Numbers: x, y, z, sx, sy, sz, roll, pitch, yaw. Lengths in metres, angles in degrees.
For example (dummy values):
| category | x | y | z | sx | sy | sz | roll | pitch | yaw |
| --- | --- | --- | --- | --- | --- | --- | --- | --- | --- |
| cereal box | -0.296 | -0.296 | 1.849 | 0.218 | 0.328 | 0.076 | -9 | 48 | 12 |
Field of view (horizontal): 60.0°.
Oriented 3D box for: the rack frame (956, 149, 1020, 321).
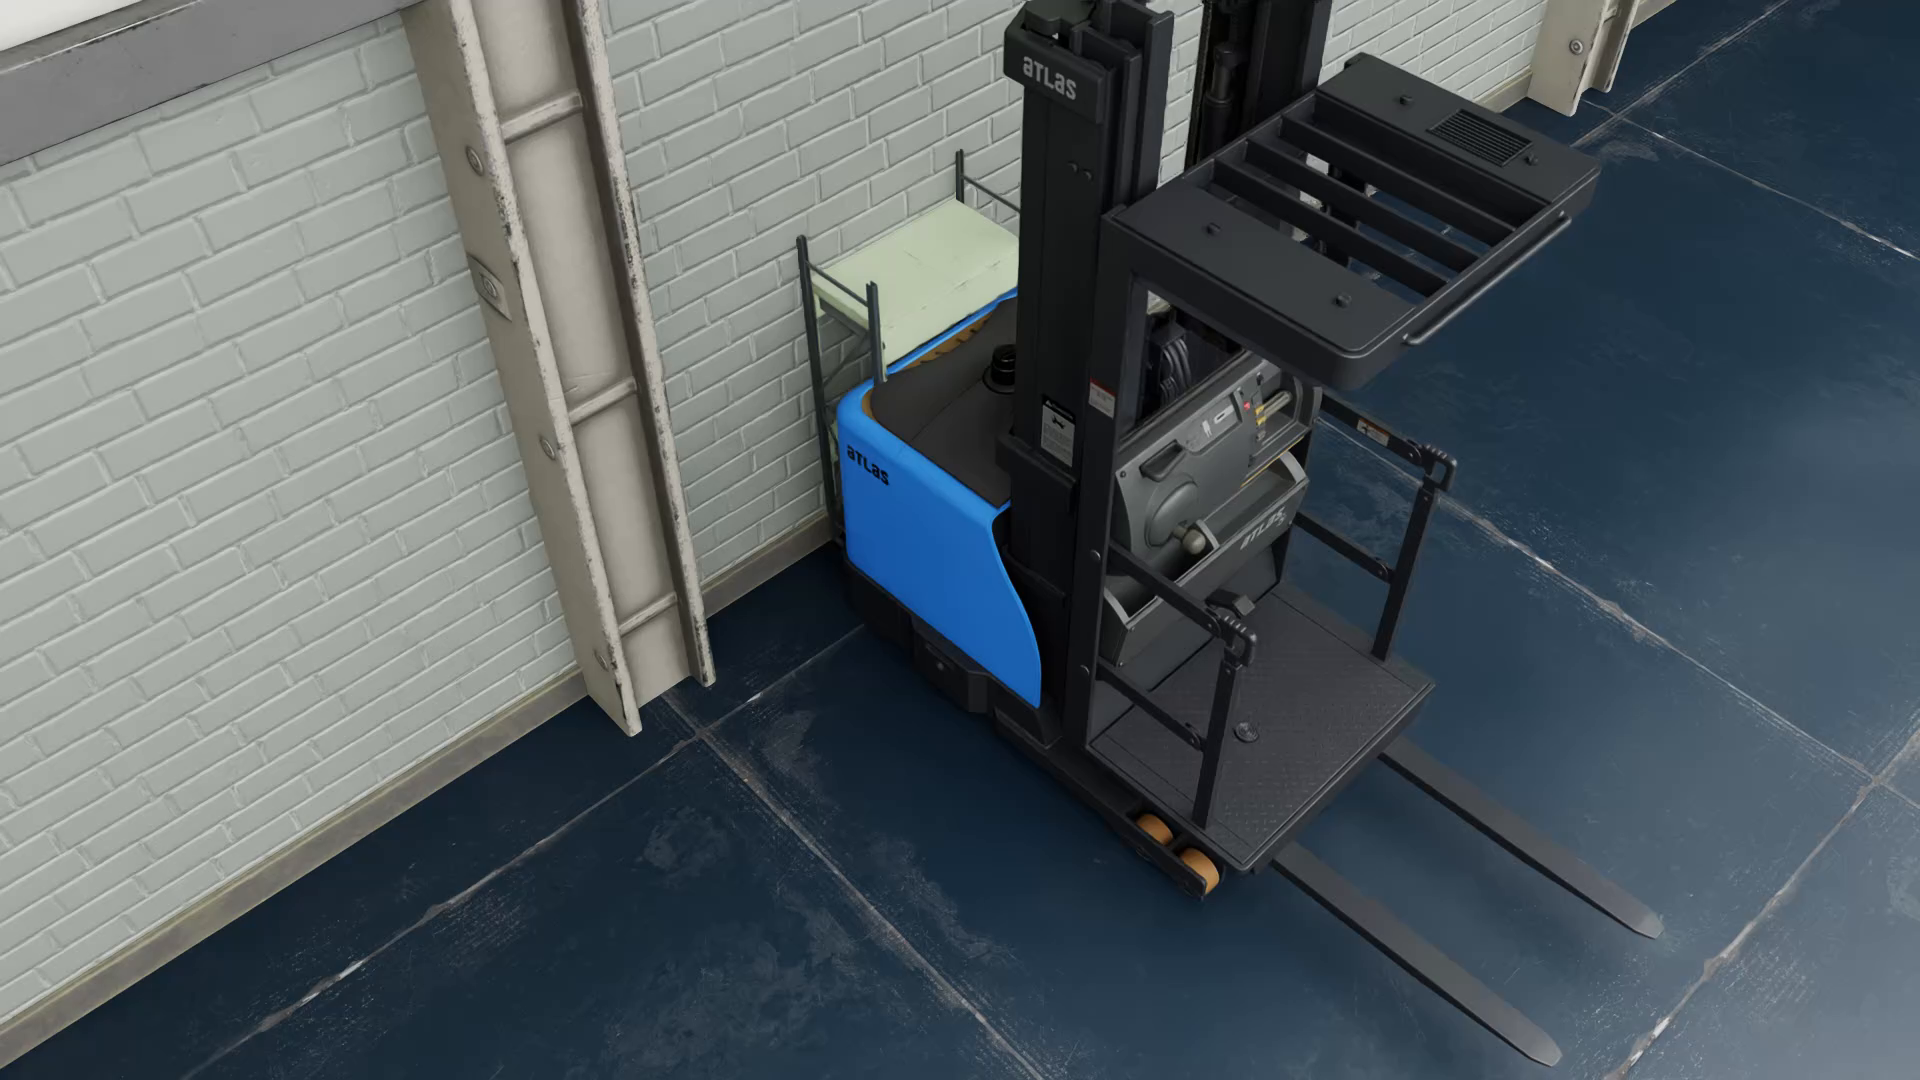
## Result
| category | x | y | z | sx | sy | sz | roll | pitch | yaw |
| --- | --- | --- | --- | --- | --- | --- | --- | --- | --- |
| rack frame | 0.134 | -0.798 | 6.439 | 0.023 | 1.500 | 0.400 | -35 | 55 | -27 |

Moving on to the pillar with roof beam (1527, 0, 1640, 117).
| category | x | y | z | sx | sy | sz | roll | pitch | yaw |
| --- | --- | --- | --- | --- | --- | --- | --- | --- | --- |
| pillar with roof beam | 6.172 | -3.136 | 3.521 | 0.400 | 9.000 | 9.100 | -34 | 56 | -27 |

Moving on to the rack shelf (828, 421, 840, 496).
| category | x | y | z | sx | sy | sz | roll | pitch | yaw |
| --- | --- | --- | --- | --- | --- | --- | --- | --- | --- |
| rack shelf | -0.125 | -0.388 | 6.509 | 0.720 | 0.370 | 0.431 | -35 | 55 | -27 |

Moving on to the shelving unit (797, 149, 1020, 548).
| category | x | y | z | sx | sy | sz | roll | pitch | yaw |
| --- | --- | --- | --- | --- | --- | --- | --- | --- | --- |
| shelving unit | -0.132 | -0.611 | 6.272 | 0.755 | 1.500 | 0.431 | -35 | 55 | -27 |

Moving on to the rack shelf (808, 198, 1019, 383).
| category | x | y | z | sx | sy | sz | roll | pitch | yaw |
| --- | --- | --- | --- | --- | --- | --- | --- | --- | --- |
| rack shelf | -0.141 | -0.878 | 5.987 | 0.720 | 0.370 | 0.431 | -35 | 55 | -27 |

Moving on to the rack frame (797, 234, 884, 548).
| category | x | y | z | sx | sy | sz | roll | pitch | yaw |
| --- | --- | --- | --- | --- | --- | --- | --- | --- | --- |
| rack frame | -0.399 | -0.424 | 6.105 | 0.023 | 1.500 | 0.400 | -35 | 55 | -27 |

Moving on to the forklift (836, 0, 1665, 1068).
| category | x | y | z | sx | sy | sz | roll | pitch | yaw |
| --- | --- | --- | --- | --- | --- | --- | --- | --- | --- |
| forklift | 0.949 | -0.223 | 4.961 | 1.130 | 2.935 | 3.031 | -36 | 57 | -29 |

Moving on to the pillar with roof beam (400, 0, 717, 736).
| category | x | y | z | sx | sy | sz | roll | pitch | yaw |
| --- | --- | --- | --- | --- | --- | --- | --- | --- | --- |
| pillar with roof beam | 1.733 | -0.170 | 0.784 | 0.400 | 9.000 | 9.100 | -34 | 56 | -27 |
